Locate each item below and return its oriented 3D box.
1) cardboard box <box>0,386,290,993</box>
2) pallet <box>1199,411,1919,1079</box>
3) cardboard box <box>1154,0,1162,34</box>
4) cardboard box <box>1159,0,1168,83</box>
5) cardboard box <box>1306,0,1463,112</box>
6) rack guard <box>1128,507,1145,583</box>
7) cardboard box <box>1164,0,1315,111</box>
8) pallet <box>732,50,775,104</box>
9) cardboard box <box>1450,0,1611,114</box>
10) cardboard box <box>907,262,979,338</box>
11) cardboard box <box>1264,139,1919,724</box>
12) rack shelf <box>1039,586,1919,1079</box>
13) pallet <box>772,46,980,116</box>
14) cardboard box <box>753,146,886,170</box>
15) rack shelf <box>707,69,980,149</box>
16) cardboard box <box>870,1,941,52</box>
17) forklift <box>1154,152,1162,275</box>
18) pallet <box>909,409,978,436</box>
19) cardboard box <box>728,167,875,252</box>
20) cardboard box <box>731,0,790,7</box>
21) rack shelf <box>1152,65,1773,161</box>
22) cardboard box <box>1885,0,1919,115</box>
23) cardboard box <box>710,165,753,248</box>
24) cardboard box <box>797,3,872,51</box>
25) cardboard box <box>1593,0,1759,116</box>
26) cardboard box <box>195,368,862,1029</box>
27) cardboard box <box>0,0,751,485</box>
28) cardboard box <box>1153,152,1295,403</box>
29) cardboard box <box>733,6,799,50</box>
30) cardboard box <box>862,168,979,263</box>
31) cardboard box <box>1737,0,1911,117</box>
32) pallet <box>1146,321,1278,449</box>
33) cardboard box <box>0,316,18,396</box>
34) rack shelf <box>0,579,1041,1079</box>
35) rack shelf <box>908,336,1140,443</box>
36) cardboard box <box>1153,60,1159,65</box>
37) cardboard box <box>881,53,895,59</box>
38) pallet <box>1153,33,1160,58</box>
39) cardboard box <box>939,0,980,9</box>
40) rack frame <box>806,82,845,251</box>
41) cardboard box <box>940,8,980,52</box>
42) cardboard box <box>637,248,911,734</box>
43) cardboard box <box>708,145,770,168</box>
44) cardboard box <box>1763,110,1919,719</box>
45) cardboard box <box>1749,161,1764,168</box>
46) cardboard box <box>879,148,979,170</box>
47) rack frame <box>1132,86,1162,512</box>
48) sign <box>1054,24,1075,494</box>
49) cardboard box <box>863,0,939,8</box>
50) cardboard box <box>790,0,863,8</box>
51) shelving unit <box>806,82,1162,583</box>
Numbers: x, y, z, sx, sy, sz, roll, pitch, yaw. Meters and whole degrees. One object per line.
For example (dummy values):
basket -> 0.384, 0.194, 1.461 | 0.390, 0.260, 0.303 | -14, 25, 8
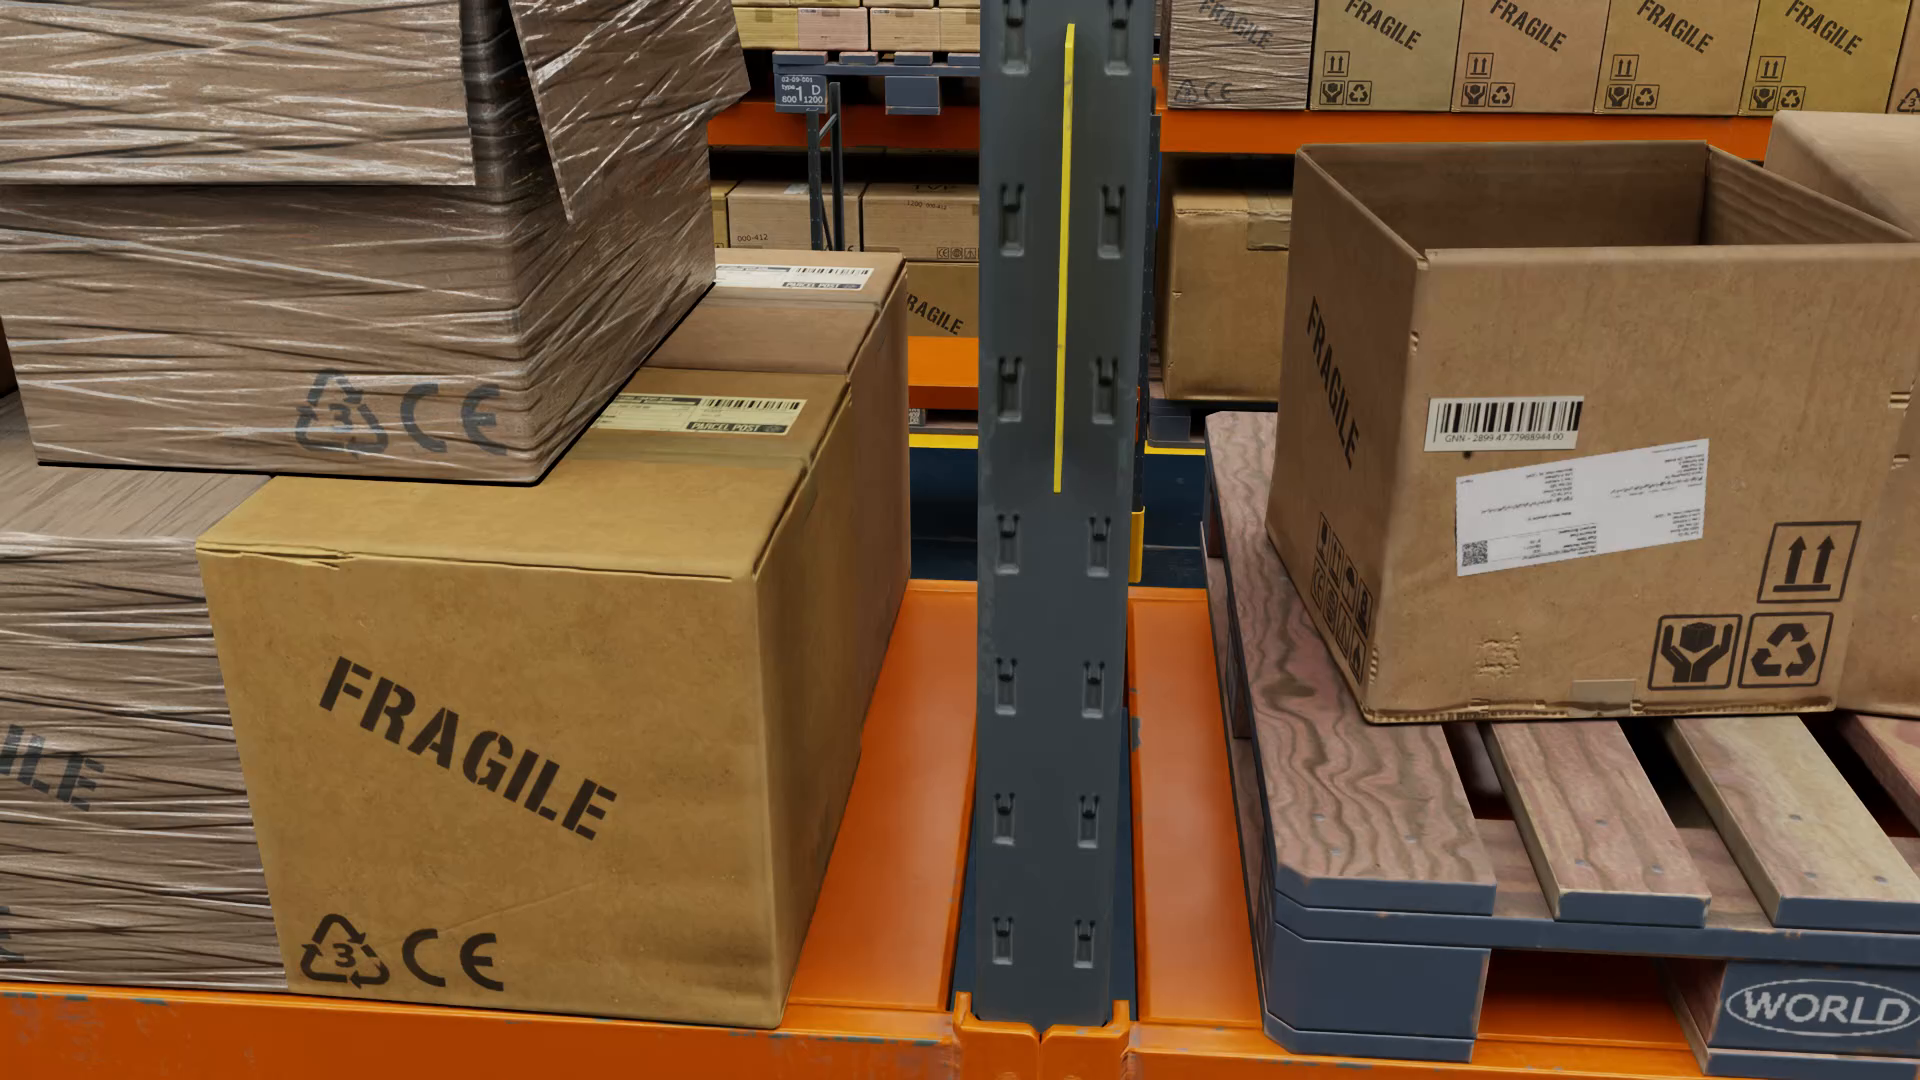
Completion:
cardboard box -> -0.892, 0.116, 1.789 | 0.500, 0.500, 0.500 | 2, 25, 4
pallet -> 0.834, 0.158, 2.047 | 1.003, 0.211, 1.213 | 2, 25, 4
cardboard box -> 1.871, -5.193, 15.785 | 0.625, 0.625, 0.875 | 3, 25, 6
cardboard box -> 1.065, -2.114, 6.636 | 0.500, 0.500, 0.500 | 2, 25, 4
cardboard box -> 1.530, -1.875, 6.116 | 0.500, 0.500, 0.500 | 2, 25, 3
rack guard -> 0.573, -0.095, 5.658 | 0.087, 0.250, 0.587 | 2, 25, 4
cardboard box -> 1.023, -1.890, 6.149 | 0.500, 0.500, 0.500 | 2, 25, 5
pallet -> -1.381, -1.930, 6.586 | 1.213, 0.211, 1.003 | 2, 25, 4
cardboard box -> 2.033, -1.858, 6.081 | 0.500, 0.500, 0.500 | 2, 25, 4
cardboard box -> -0.081, -0.939, 6.689 | 0.500, 0.500, 0.500 | 2, 25, 4
cardboard box -> 0.657, -0.143, 1.850 | 0.500, 0.500, 0.500 | -1, 25, -2
rack shelf -> 2.109, 0.484, 1.971 | 4.000, 0.370, 1.077 | 2, 25, 4
pallet -> -0.123, -1.862, 6.439 | 1.003, 0.211, 1.213 | 2, 25, 4
cardboard box -> -0.579, -1.506, 7.026 | 0.500, 0.250, 0.500 | 2, 25, 3
rack shelf -> -1.398, -1.708, 6.735 | 4.000, 0.370, 1.077 | 2, 25, 4
cardboard box -> -0.179, -1.881, 6.047 | 0.250, 0.149, 0.380 | 2, 25, 4
forklift -> 2.409, -2.881, 8.505 | 3.031, 2.935, 1.130 | -14, 28, -28
pallet -> -0.183, -0.730, 7.084 | 1.213, 0.211, 1.003 | 2, 25, 4
cardboard box -> -0.611, -1.291, 6.559 | 0.500, 0.250, 0.500 | 2, 25, 5
cardboard box -> -0.710, -2.032, 6.021 | 0.250, 0.149, 0.380 | 2, 25, 4
rack shelf -> 2.590, -1.580, 6.457 | 4.000, 0.370, 1.077 | 2, 25, 4
cardboard box -> 3.539, -1.810, 5.976 | 0.500, 0.500, 0.500 | 2, 25, 3
cardboard box -> -1.116, -1.314, 6.608 | 0.500, 0.250, 0.500 | 2, 25, 5
cardboard box -> -0.435, -1.889, 6.065 | 0.250, 0.149, 0.380 | 2, 25, 5
cardboard box -> 2.529, -1.841, 6.044 | 0.500, 0.500, 0.500 | 2, 25, 3
cardboard box -> -0.396, 0.135, 1.749 | 0.500, 0.500, 0.500 | 3, 25, 6
cardboard box -> -0.613, -0.438, 1.795 | 0.637, 0.503, 0.797 | 3, 25, 6
cardboard box -> 1.196, -1.083, 6.704 | 0.750, 0.750, 1.050 | 2, 25, 3
cardboard box -> -0.684, -1.898, 6.085 | 0.250, 0.149, 0.380 | 2, 25, 3
cardboard box -> -0.106, -1.280, 6.534 | 0.500, 0.250, 0.500 | 1, 25, 3
cardboard box -> 3.035, -1.826, 6.011 | 0.500, 0.500, 0.500 | 2, 25, 5
pallet -> 1.376, -0.648, 6.905 | 1.213, 0.211, 1.003 | 2, 25, 4
cardboard box -> -1.262, -0.460, 1.843 | 0.637, 0.503, 0.797 | 2, 25, 5
rack shelf -> -1.879, 0.356, 2.249 | 4.000, 0.370, 1.077 | 2, 25, 4
rack shelf -> 0.085, -0.515, 5.506 | 1.000, 0.185, 0.538 | 2, 25, 4
cardboard box -> 1.436, -3.012, 11.349 | 0.625, 0.372, 0.950 | 0, 25, 0
cardboard box -> -0.697, -3.350, 11.482 | 0.875, 0.875, 0.875 | 2, 25, 5
pallet -> 2.068, -4.797, 15.923 | 1.213, 0.211, 1.003 | 2, 25, 4
cardboard box -> 0.068, -2.009, 5.970 | 0.250, 0.149, 0.380 | 2, 25, 5
rack frame -> -0.422, -0.695, 5.466 | 0.032, 1.500, 0.500 | 2, 25, 4
cardboard box -> 0.069, -1.872, 6.028 | 0.250, 0.149, 0.380 | 2, 25, 5
cardboard box -> -0.349, -0.082, 2.219 | 0.500, 0.500, 0.500 | 3, 25, 6
cardboard box -> -1.071, -1.527, 7.072 | 0.500, 0.250, 0.500 | 2, 25, 4
cardboard box -> 1.221, -0.167, 1.902 | 0.500, 0.500, 0.700 | 5, 25, 12
cardboard box -> 2.997, -1.027, 6.582 | 0.750, 0.750, 1.050 | 2, 25, 4
cardboard box -> -0.073, -1.490, 6.991 | 0.500, 0.250, 0.500 | 1, 25, 2
rack frame -> 0.592, -0.662, 5.395 | 0.032, 1.500, 0.500 | 2, 25, 4
sign -> 0.076, -0.202, 1.215 | 0.005, 0.325, 0.100 | 2, 25, 4
cardboard box -> -0.198, -2.017, 5.987 | 0.250, 0.149, 0.380 | 3, 25, 6
cardboard box -> -0.461, -2.024, 6.003 | 0.250, 0.149, 0.380 | 2, 25, 5
shelving unit -> 0.076, -0.679, 5.431 | 1.083, 1.500, 0.587 | 2, 25, 4
